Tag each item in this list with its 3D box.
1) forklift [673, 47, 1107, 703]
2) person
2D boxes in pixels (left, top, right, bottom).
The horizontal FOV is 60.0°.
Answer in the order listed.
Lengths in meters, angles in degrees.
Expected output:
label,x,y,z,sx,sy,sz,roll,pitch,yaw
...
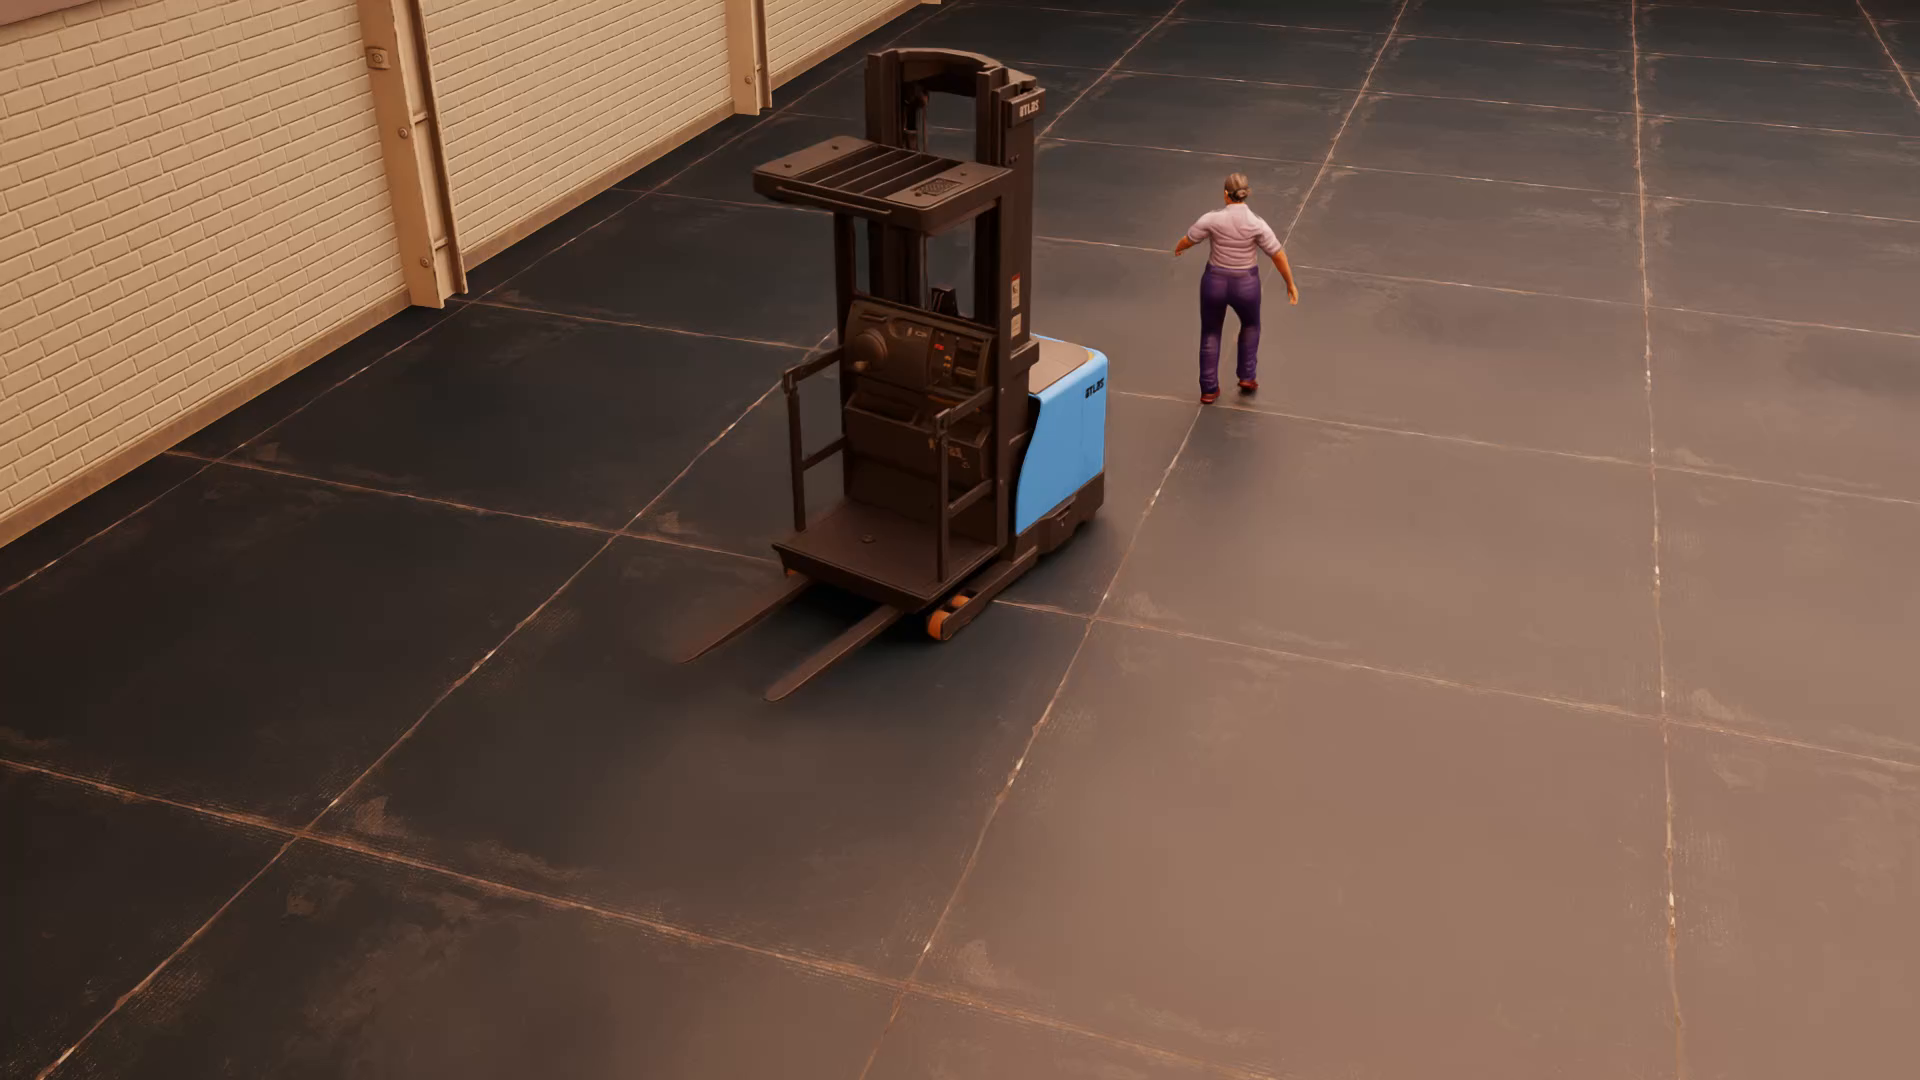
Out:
label,x,y,z,sx,sy,sz,roll,pitch,yaw
forklift,-0.352,-0.989,8.872,1.130,2.935,3.031,19,35,29
person,1.910,-1.751,11.593,0.907,1.680,0.554,9,31,15
